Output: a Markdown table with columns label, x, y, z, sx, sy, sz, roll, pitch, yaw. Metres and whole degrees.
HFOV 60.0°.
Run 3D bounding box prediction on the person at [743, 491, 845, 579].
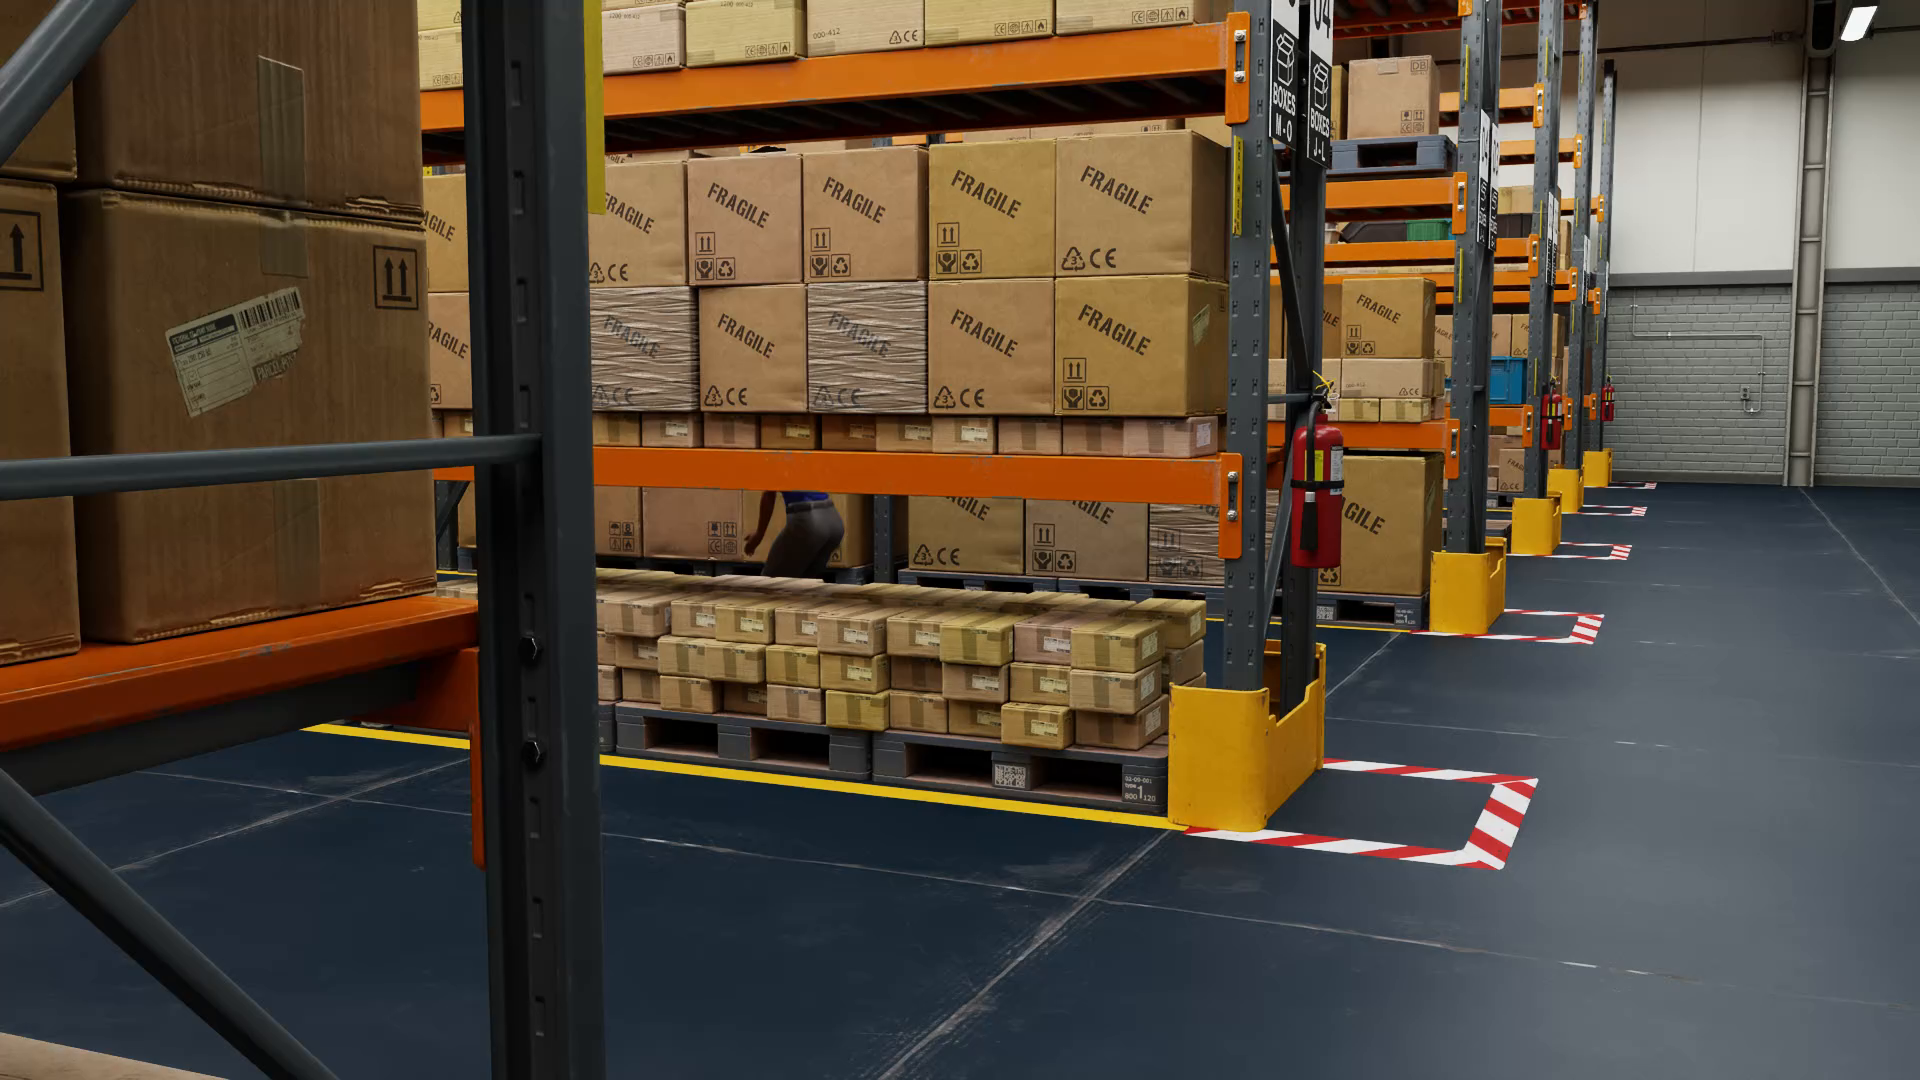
| label | x | y | z | sx | sy | sz | roll | pitch | yaw |
| --- | --- | --- | --- | --- | --- | --- | --- | --- | --- |
| person | -0.886 | -0.041 | 8.861 | 0.471 | 1.544 | 0.476 | 3 | 6 | 24 |
